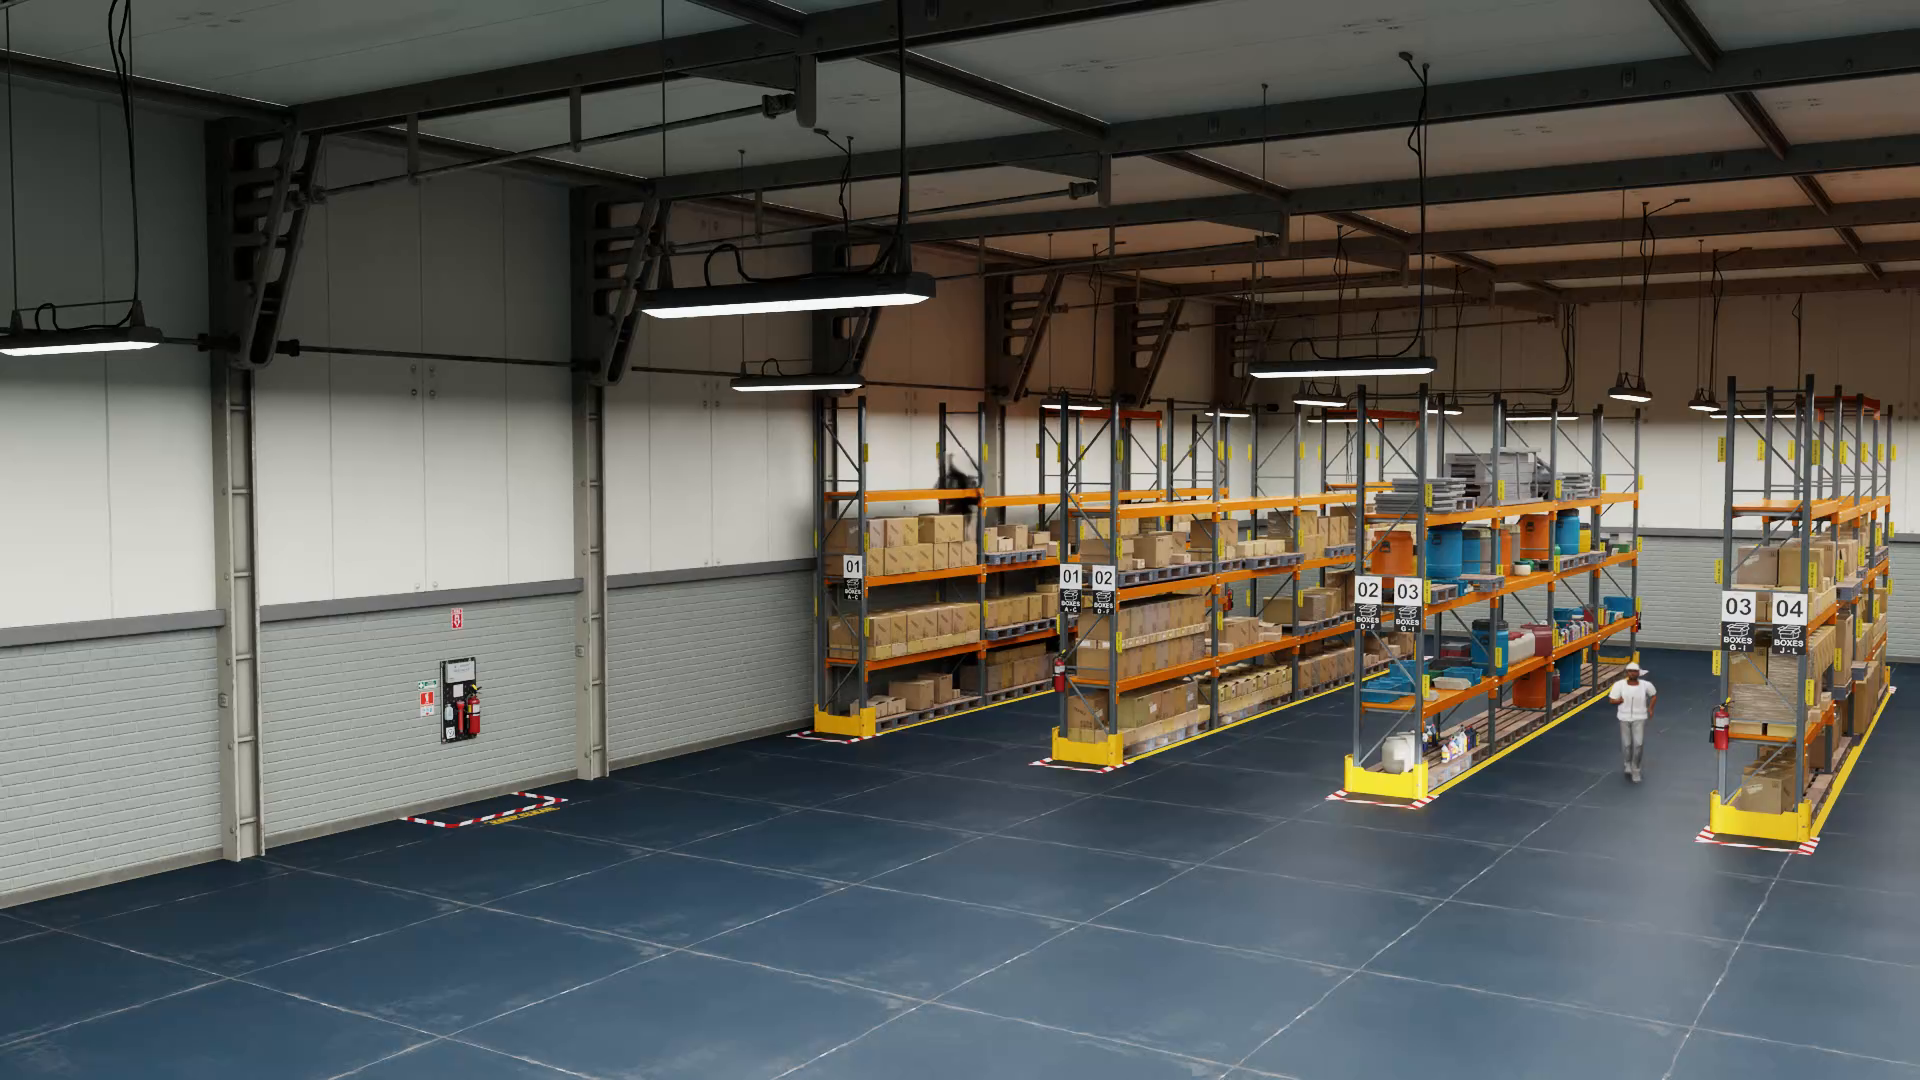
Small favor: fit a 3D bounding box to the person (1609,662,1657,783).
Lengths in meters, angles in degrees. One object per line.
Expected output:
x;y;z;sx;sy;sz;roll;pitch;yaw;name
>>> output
10.294;2.781;25.473;0.674;1.823;0.729;1;3;26;person
